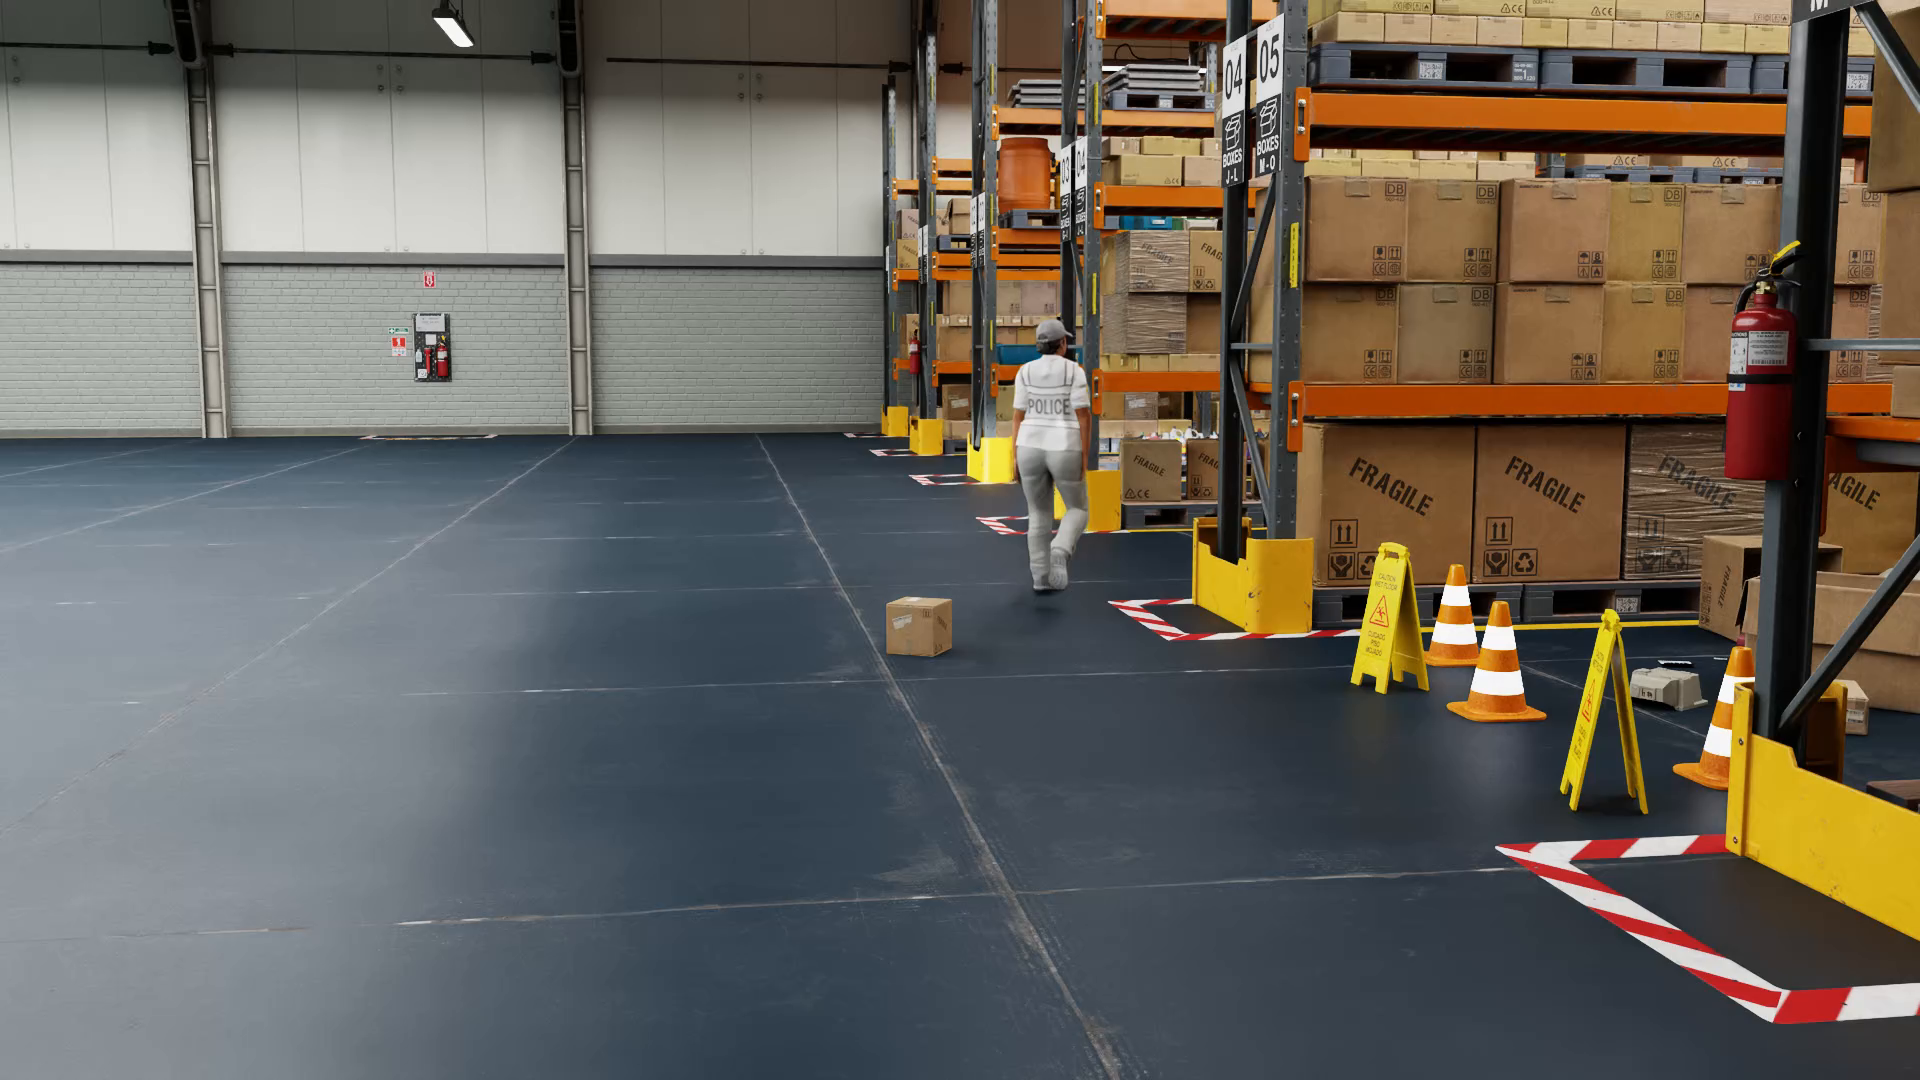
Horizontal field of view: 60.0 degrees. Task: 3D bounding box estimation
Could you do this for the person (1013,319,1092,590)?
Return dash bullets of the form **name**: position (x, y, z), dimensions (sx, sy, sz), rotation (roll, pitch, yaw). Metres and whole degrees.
- **person**: position (0.553, -0.503, 10.024), dimensions (0.492, 1.649, 0.558), rotation (2, 7, 15)
